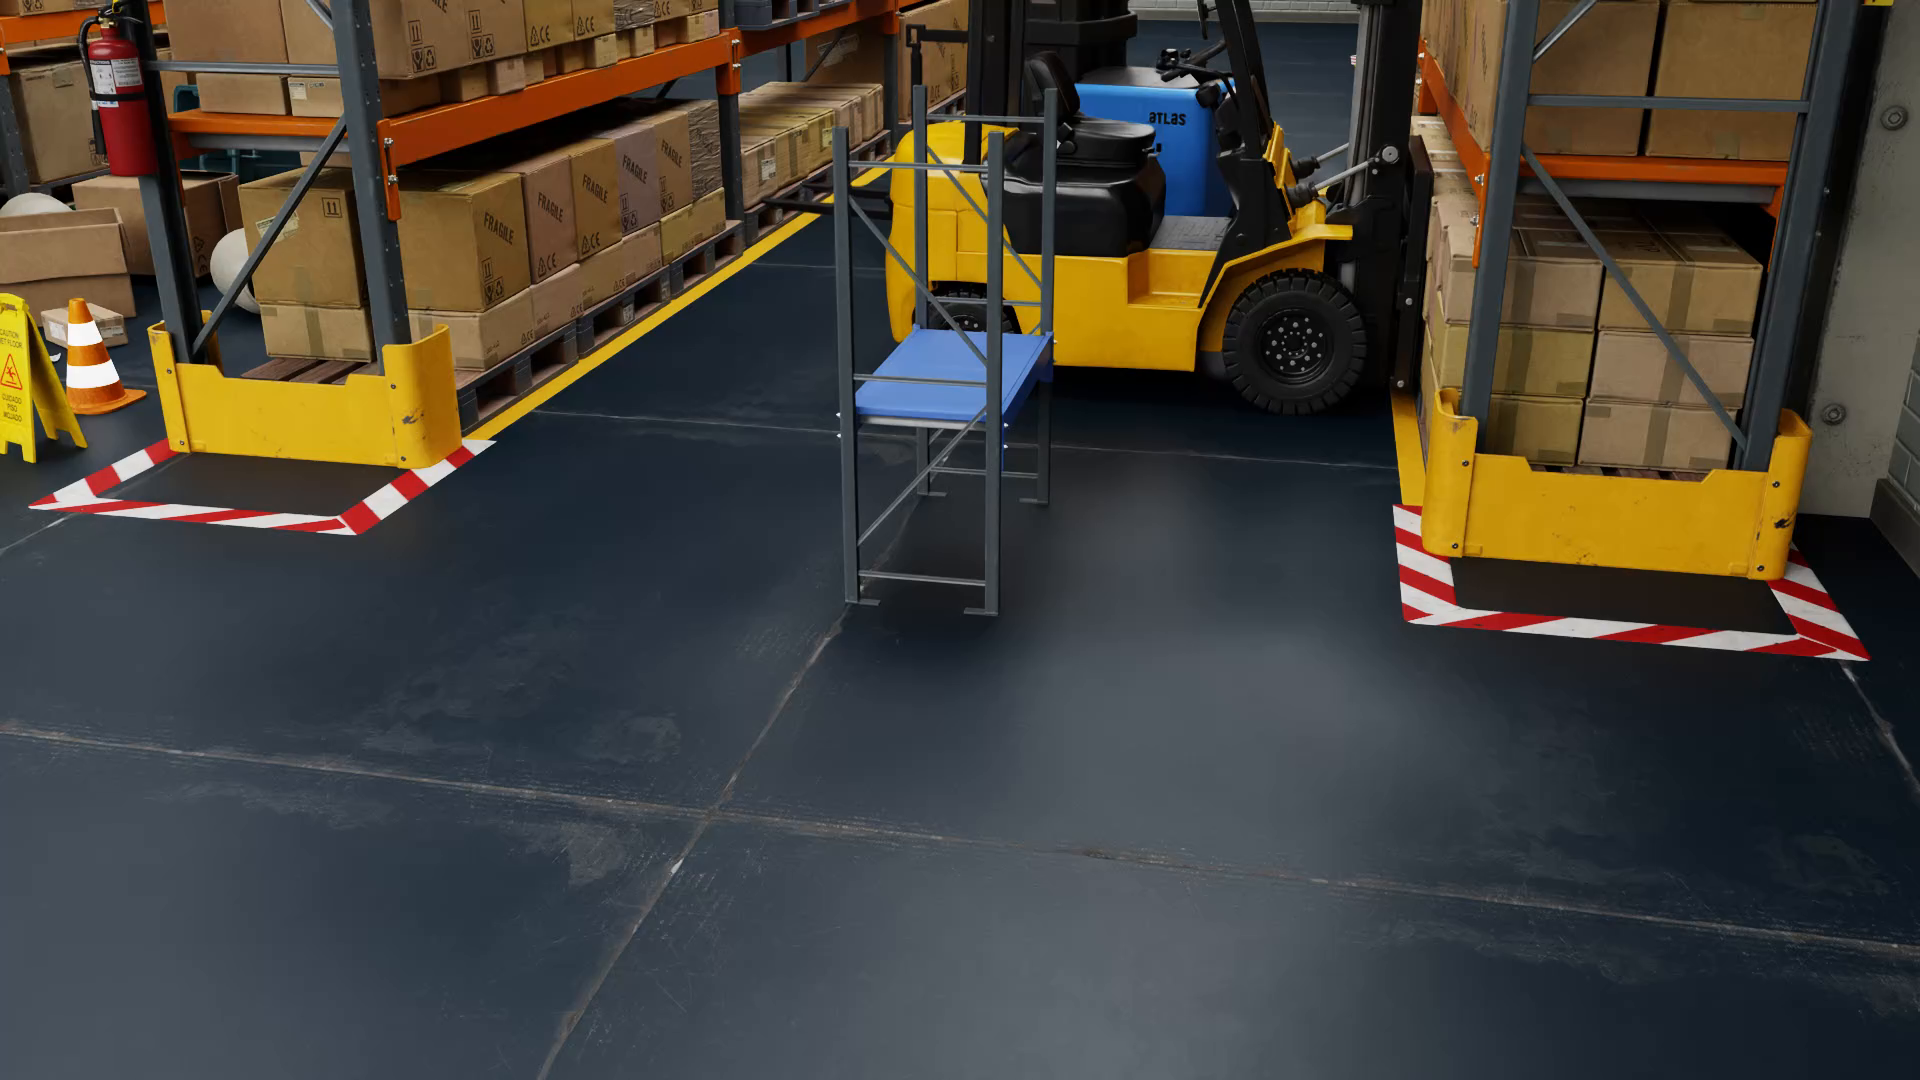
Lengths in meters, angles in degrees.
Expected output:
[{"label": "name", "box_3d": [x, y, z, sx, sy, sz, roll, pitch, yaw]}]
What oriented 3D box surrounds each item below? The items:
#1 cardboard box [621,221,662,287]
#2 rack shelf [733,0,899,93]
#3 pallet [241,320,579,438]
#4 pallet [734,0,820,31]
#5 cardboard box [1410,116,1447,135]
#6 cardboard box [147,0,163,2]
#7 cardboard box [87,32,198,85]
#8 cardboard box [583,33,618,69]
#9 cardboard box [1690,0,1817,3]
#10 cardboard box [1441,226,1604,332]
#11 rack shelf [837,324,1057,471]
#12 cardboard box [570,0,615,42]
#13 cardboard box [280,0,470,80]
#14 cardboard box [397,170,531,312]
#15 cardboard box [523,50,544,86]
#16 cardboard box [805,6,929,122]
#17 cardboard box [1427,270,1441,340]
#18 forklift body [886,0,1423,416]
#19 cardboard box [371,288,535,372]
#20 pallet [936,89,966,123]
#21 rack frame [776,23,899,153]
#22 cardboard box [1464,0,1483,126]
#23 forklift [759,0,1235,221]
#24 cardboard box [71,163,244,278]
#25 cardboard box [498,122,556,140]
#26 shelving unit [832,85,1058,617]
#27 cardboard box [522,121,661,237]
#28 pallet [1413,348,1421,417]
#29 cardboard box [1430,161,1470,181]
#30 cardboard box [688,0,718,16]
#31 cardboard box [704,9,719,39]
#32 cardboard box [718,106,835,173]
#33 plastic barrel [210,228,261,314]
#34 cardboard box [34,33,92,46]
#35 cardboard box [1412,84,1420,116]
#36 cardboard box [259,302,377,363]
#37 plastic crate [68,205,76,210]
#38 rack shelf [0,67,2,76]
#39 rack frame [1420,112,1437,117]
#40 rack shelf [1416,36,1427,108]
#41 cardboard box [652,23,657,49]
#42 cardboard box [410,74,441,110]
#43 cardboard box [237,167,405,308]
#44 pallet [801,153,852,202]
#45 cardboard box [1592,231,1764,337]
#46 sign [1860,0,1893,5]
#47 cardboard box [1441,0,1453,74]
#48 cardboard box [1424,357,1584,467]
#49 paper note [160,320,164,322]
[{"label": "cardboard box", "box_3d": [-1.896, -1.510, 8.706, 0.500, 0.250, 0.500, 5, 22, 12]}, {"label": "rack shelf", "box_3d": [-1.423, -3.606, 11.756, 1.077, 0.370, 4.000, 4, 22, 11]}, {"label": "pallet", "box_3d": [-2.431, -0.774, 7.494, 1.003, 0.211, 1.213, 4, 22, 11]}, {"label": "pallet", "box_3d": [-1.533, -3.388, 10.507, 1.003, 0.211, 1.213, 4, 22, 11]}, {"label": "cardboard box", "box_3d": [2.623, -2.062, 8.737, 0.500, 0.250, 0.500, 4, 22, 10]}, {"label": "cardboard box", "box_3d": [-6.120, -4.134, 11.970, 0.500, 0.500, 0.500, 4, 22, 11]}, {"label": "cardboard box", "box_3d": [-6.269, -3.627, 13.294, 1.050, 0.750, 0.750, 5, 22, 12]}, {"label": "cardboard box", "box_3d": [-1.901, -2.391, 8.112, 0.380, 0.149, 0.250, 5, 22, 11]}, {"label": "cardboard box", "box_3d": [2.536, -1.820, 5.356, 0.380, 0.149, 0.250, 4, 22, 10]}, {"label": "cardboard box", "box_3d": [2.001, -0.944, 5.962, 0.500, 0.250, 0.500, 5, 23, 13]}, {"label": "rack shelf", "box_3d": [-0.017, -0.498, 5.563, 0.538, 0.185, 1.000, 4, 22, 11]}, {"label": "cardboard box", "box_3d": [-1.978, -2.645, 7.873, 0.500, 0.500, 0.500, 4, 22, 10]}, {"label": "cardboard box", "box_3d": [-2.279, -2.082, 6.476, 0.500, 0.500, 0.500, 4, 22, 10]}, {"label": "cardboard box", "box_3d": [-2.208, -1.295, 7.170, 0.500, 0.500, 0.500, 4, 22, 9]}, {"label": "cardboard box", "box_3d": [-2.088, -2.108, 7.409, 0.380, 0.149, 0.250, 5, 22, 12]}, {"label": "cardboard box", "box_3d": [-0.793, -4.127, 14.367, 0.875, 0.875, 0.875, 4, 22, 10]}, {"label": "cardboard box", "box_3d": [2.119, -0.904, 6.533, 0.500, 0.250, 0.500, 4, 22, 10]}, {"label": "forklift body", "box_3d": [0.814, -1.807, 7.462, 2.313, 2.155, 1.214, 4, 22, 11]}, {"label": "cardboard box", "box_3d": [-2.212, -0.939, 7.288, 0.500, 0.250, 0.500, 4, 22, 10]}, {"label": "pallet", "box_3d": [-0.529, -4.105, 15.764, 1.003, 0.211, 1.213, 4, 22, 11]}, {"label": "rack frame", "box_3d": [-1.015, -4.671, 13.437, 1.000, 3.000, 0.127, 4, 22, 11]}, {"label": "cardboard box", "box_3d": [2.171, -1.804, 6.184, 0.500, 0.500, 0.500, 5, 23, 13]}, {"label": "forklift", "box_3d": [0.193, -3.203, 9.883, 3.031, 2.935, 1.130, 10, 24, 23]}, {"label": "cardboard box", "box_3d": [-4.585, -1.829, 9.539, 0.797, 0.637, 0.503, 4, 22, 11]}, {"label": "cardboard box", "box_3d": [-2.421, -1.894, 8.657, 0.500, 0.500, 0.500, 6, 23, 14]}, {"label": "shelving unit", "box_3d": [-0.017, -0.665, 5.496, 0.538, 1.500, 1.048, 4, 22, 11]}, {"label": "cardboard box", "box_3d": [-1.894, -1.866, 8.586, 0.500, 0.500, 0.500, 6, 23, 14]}, {"label": "pallet", "box_3d": [2.579, -0.803, 7.564, 1.003, 0.211, 1.213, 4, 22, 11]}, {"label": "cardboard box", "box_3d": [2.304, -1.501, 7.346, 0.500, 0.250, 0.500, 4, 22, 10]}, {"label": "cardboard box", "box_3d": [-1.678, -3.211, 9.280, 0.500, 0.500, 0.500, 4, 22, 10]}, {"label": "cardboard box", "box_3d": [-1.598, -2.951, 9.502, 0.380, 0.149, 0.250, 4, 22, 10]}, {"label": "cardboard box", "box_3d": [-1.443, -2.894, 11.979, 0.950, 0.372, 0.625, 5, 23, 13]}, {"label": "plastic barrel", "box_3d": [-3.708, -1.421, 8.816, 0.421, 0.421, 0.512, -16, 27, -35]}, {"label": "cardboard box", "box_3d": [-10.193, -5.536, 17.867, 1.225, 0.875, 0.875, 4, 22, 9]}, {"label": "cardboard box", "box_3d": [3.442, -2.675, 11.096, 0.875, 0.625, 0.625, 4, 22, 9]}, {"label": "cardboard box", "box_3d": [-2.741, -0.990, 7.415, 0.500, 0.250, 0.500, 4, 22, 11]}, {"label": "plastic crate", "box_3d": [-5.451, -2.108, 10.759, 0.450, 0.188, 0.662, 7, 21, 42]}, {"label": "rack shelf", "box_3d": [-7.106, -2.484, 8.968, 1.077, 0.370, 4.000, 4, 22, 11]}, {"label": "rack frame", "box_3d": [3.029, -2.831, 8.869, 1.000, 3.000, 0.127, 4, 22, 11]}, {"label": "rack shelf", "box_3d": [3.437, -3.229, 10.819, 1.077, 0.370, 4.000, 4, 22, 11]}, {"label": "cardboard box", "box_3d": [-1.837, -2.680, 8.829, 0.380, 0.149, 0.250, 4, 22, 10]}, {"label": "cardboard box", "box_3d": [-2.338, -1.831, 6.721, 0.380, 0.149, 0.250, 5, 22, 12]}, {"label": "cardboard box", "box_3d": [-2.739, -1.326, 7.245, 0.500, 0.500, 0.500, 5, 22, 11]}, {"label": "pallet", "box_3d": [-1.427, -2.647, 12.144, 1.003, 0.211, 1.213, 4, 22, 11]}, {"label": "cardboard box", "box_3d": [2.496, -0.913, 5.886, 0.500, 0.250, 0.500, 4, 22, 10]}, {"label": "sign", "box_3d": [2.755, -1.762, 4.950, 0.100, 0.325, 0.005, 4, 22, 11]}, {"label": "cardboard box", "box_3d": [2.490, -2.358, 7.561, 0.500, 0.500, 0.500, 4, 22, 10]}, {"label": "cardboard box", "box_3d": [1.999, -0.484, 6.158, 0.500, 0.250, 0.500, 5, 22, 11]}, {"label": "paper note", "box_3d": [-4.083, -1.160, 8.708, 0.148, 0.019, 0.142, 13, 25, 29]}]
